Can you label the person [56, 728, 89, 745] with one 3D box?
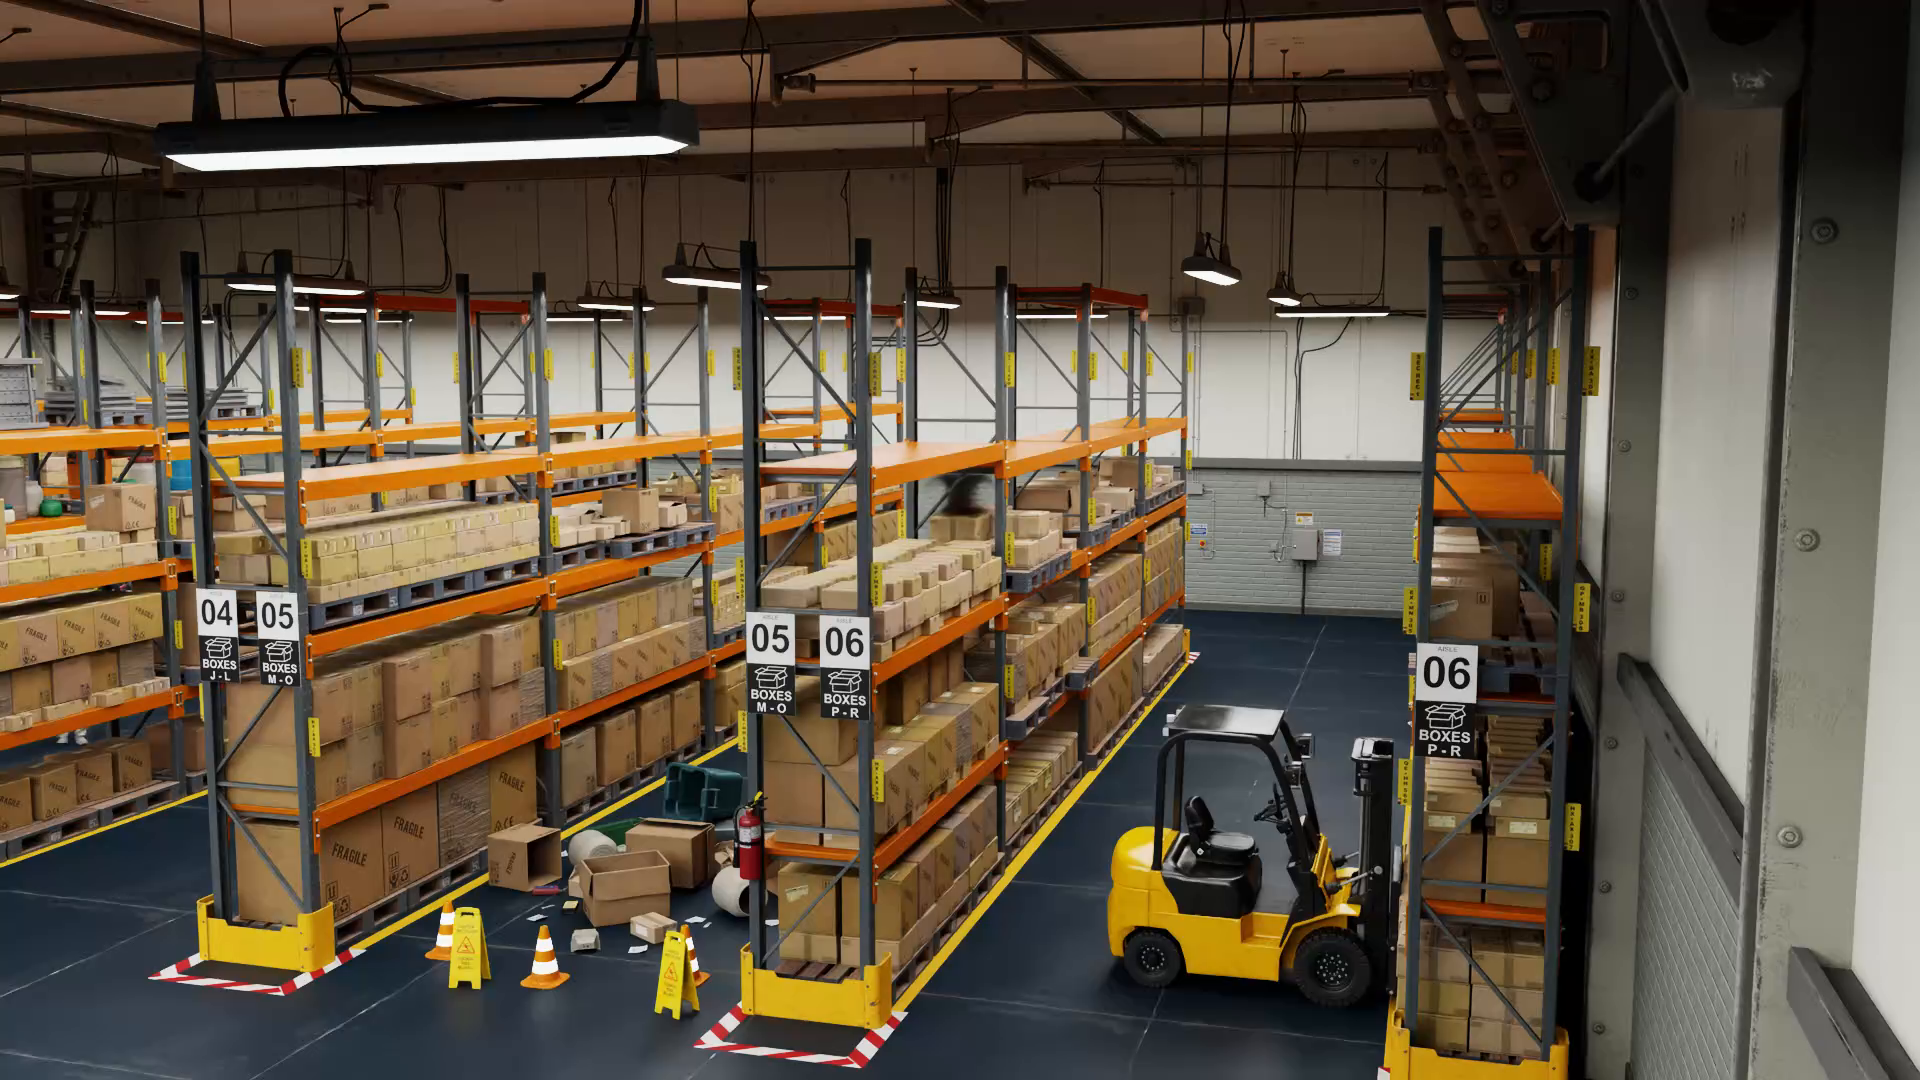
[{"bbox_3d":[-11.873,1.829,22.006,0.623,1.783,0.618,-4,7,-30],"label":"person"}]
